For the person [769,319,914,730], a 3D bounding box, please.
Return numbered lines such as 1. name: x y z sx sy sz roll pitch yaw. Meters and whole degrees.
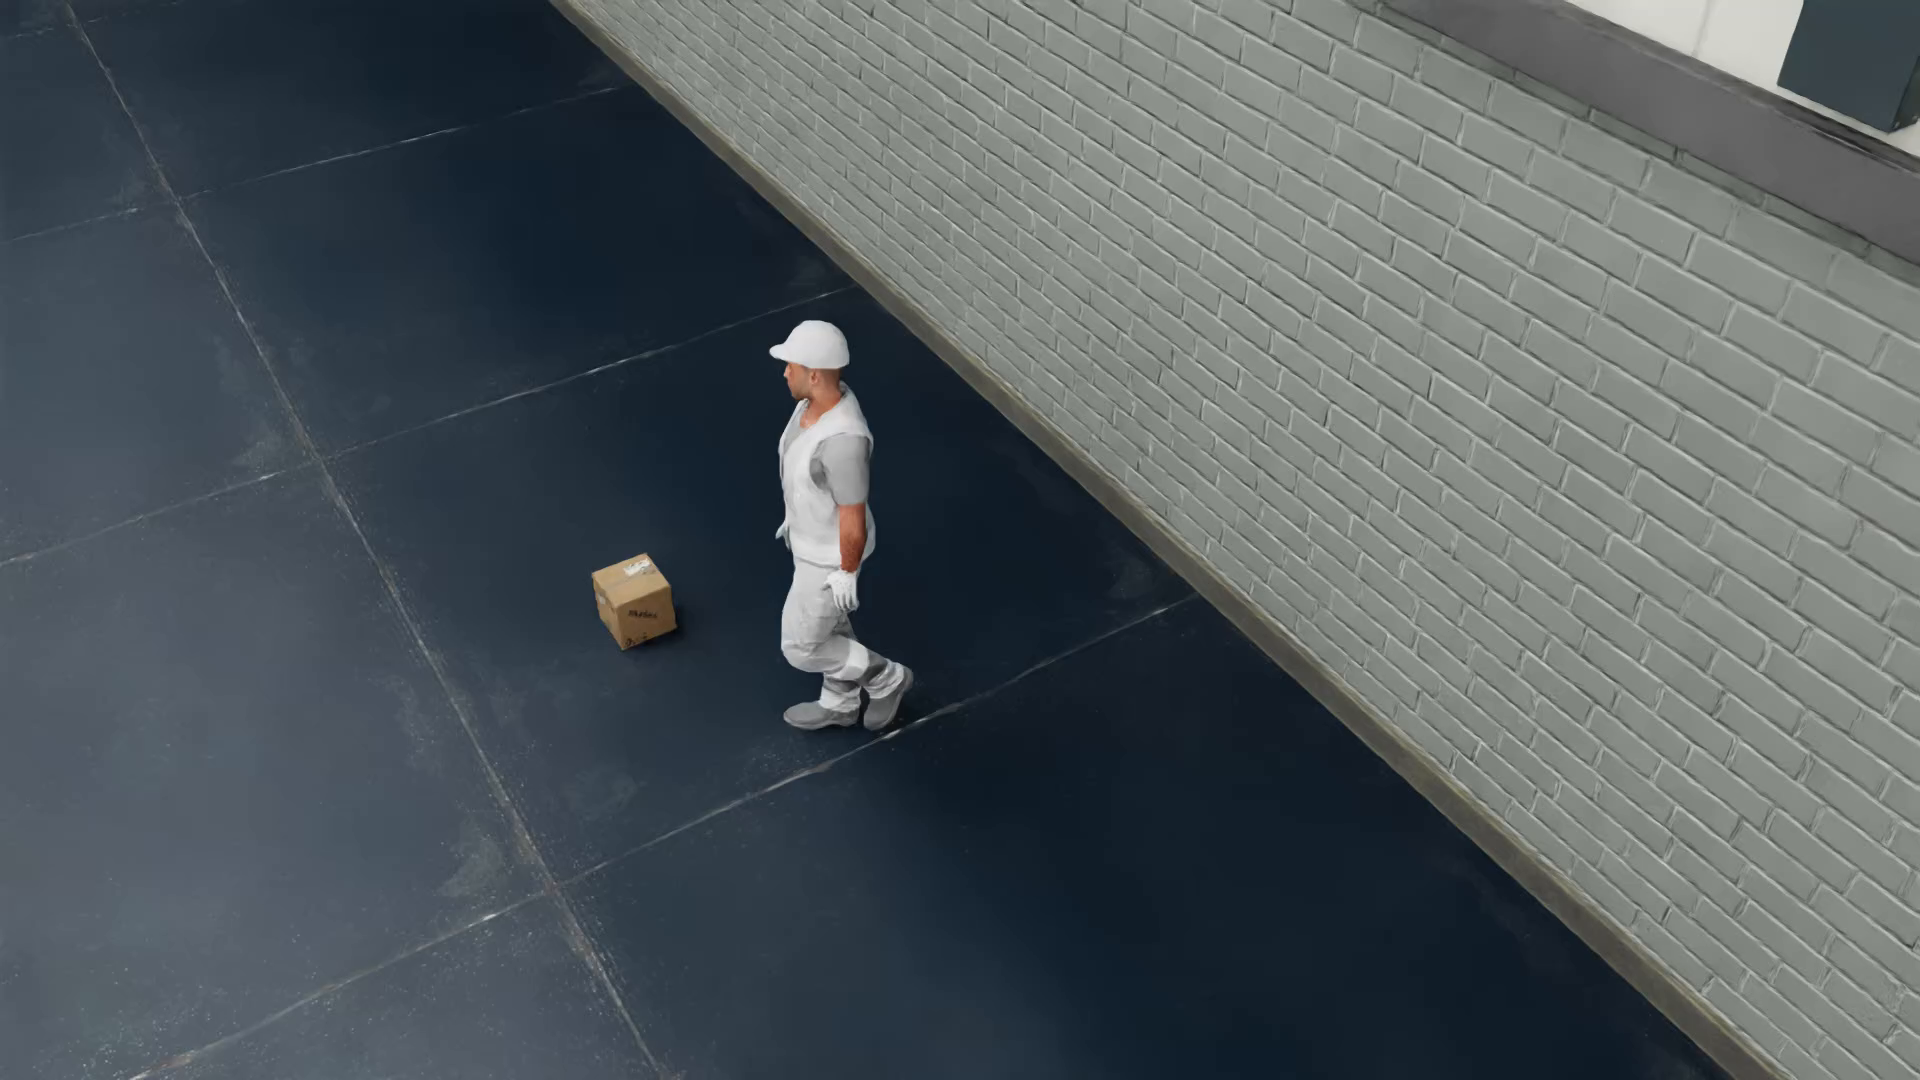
1. person: -0.462 0.002 6.119 0.508 1.772 0.566 -10 41 -12
